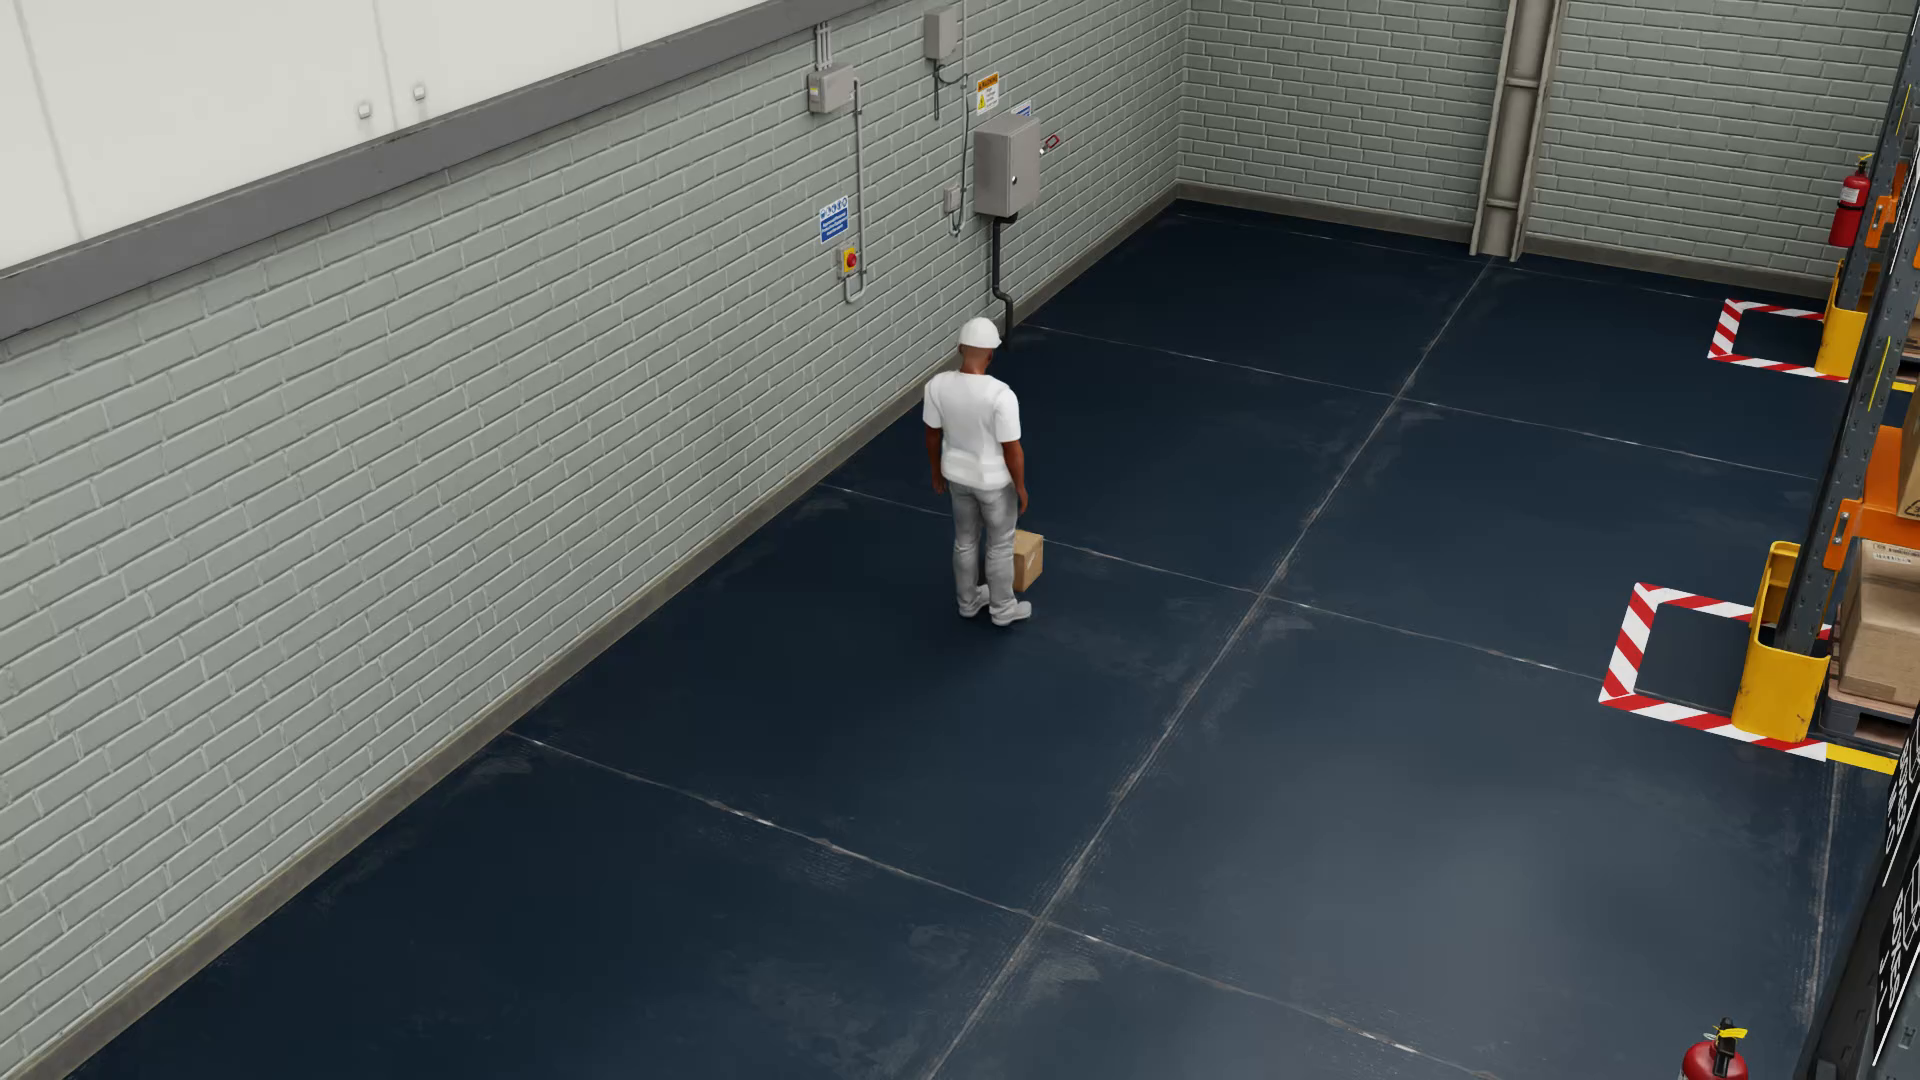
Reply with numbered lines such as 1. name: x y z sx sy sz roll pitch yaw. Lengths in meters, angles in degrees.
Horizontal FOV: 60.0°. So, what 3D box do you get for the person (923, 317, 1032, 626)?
1. person: 0.116 -0.355 8.859 0.571 1.789 0.444 17 34 27
